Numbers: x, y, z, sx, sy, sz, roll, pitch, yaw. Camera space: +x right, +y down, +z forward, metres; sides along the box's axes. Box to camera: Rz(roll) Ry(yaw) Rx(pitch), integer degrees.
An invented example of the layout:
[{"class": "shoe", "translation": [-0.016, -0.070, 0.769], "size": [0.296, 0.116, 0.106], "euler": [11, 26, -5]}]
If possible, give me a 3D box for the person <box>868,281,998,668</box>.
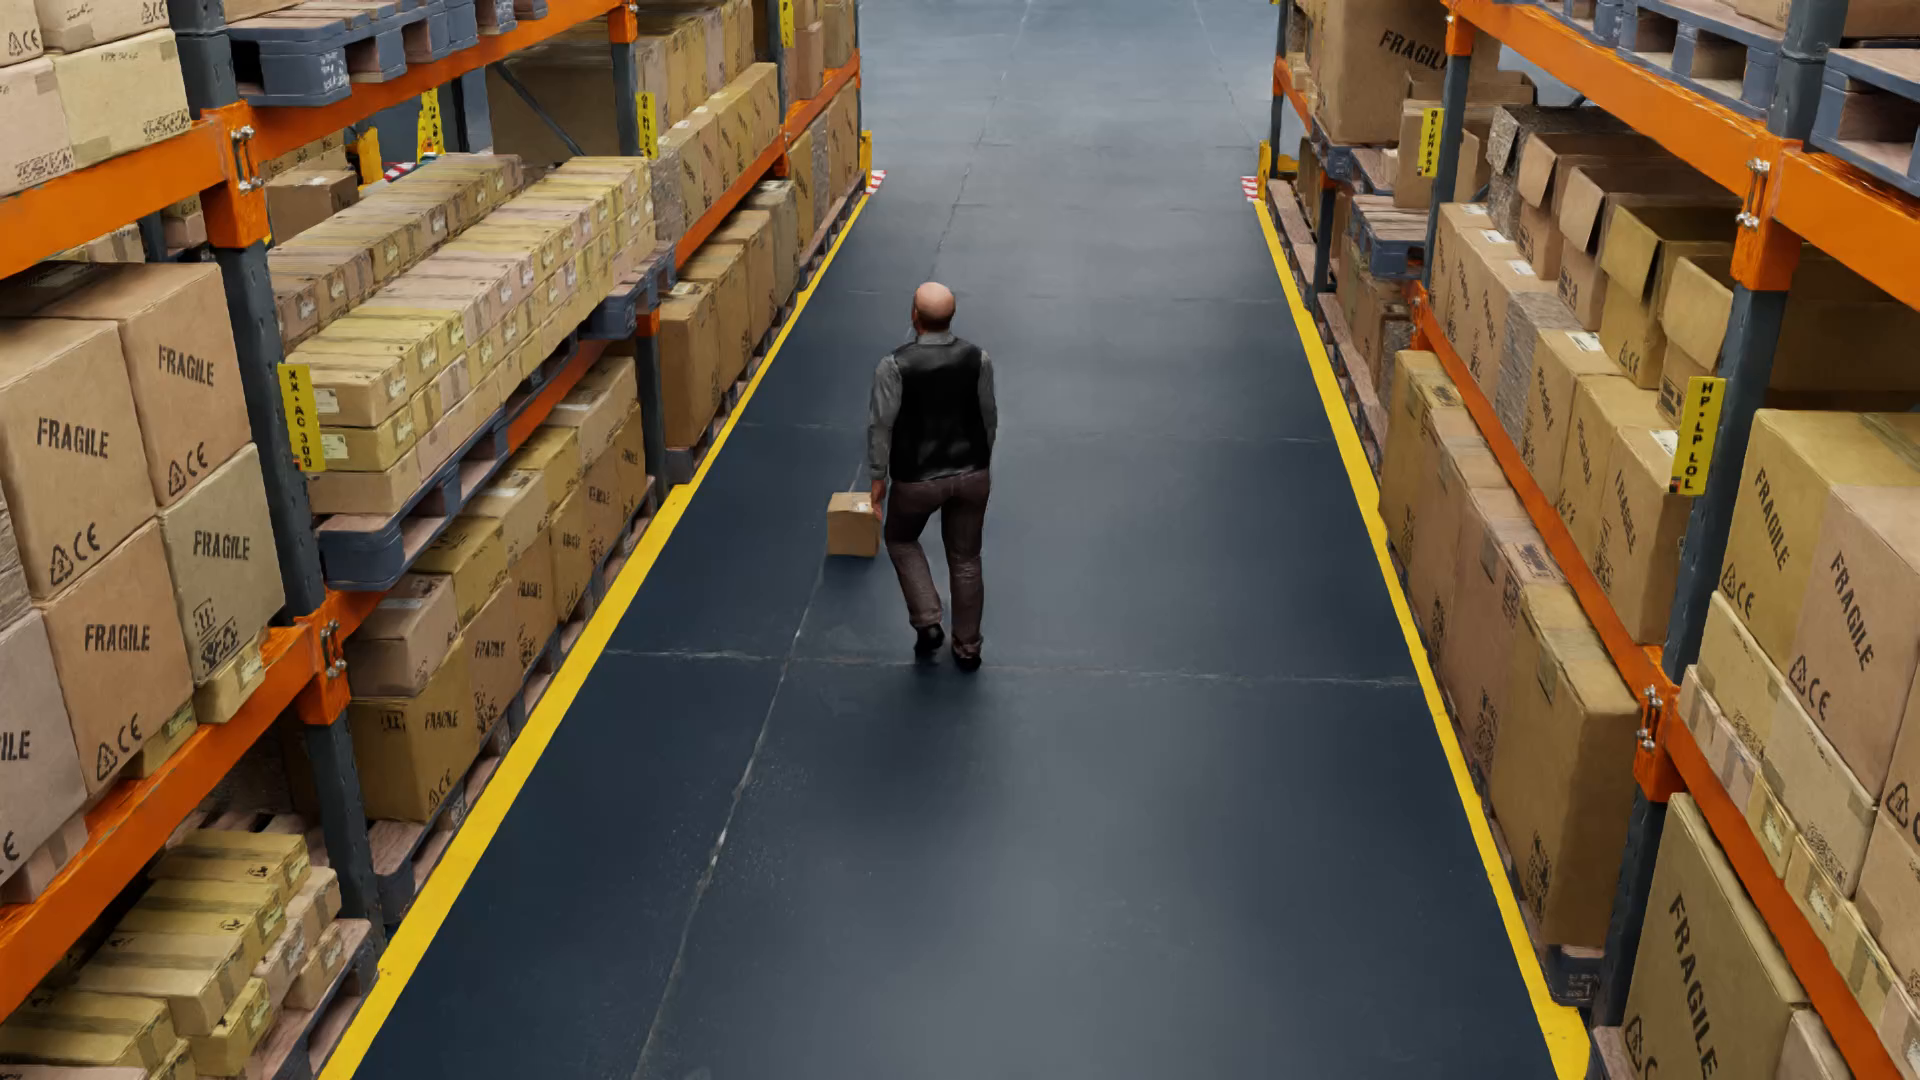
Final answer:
[{"class": "person", "translation": [-0.117, -0.220, 7.231], "size": [0.586, 1.649, 0.487], "euler": [-7, 25, -14]}]
